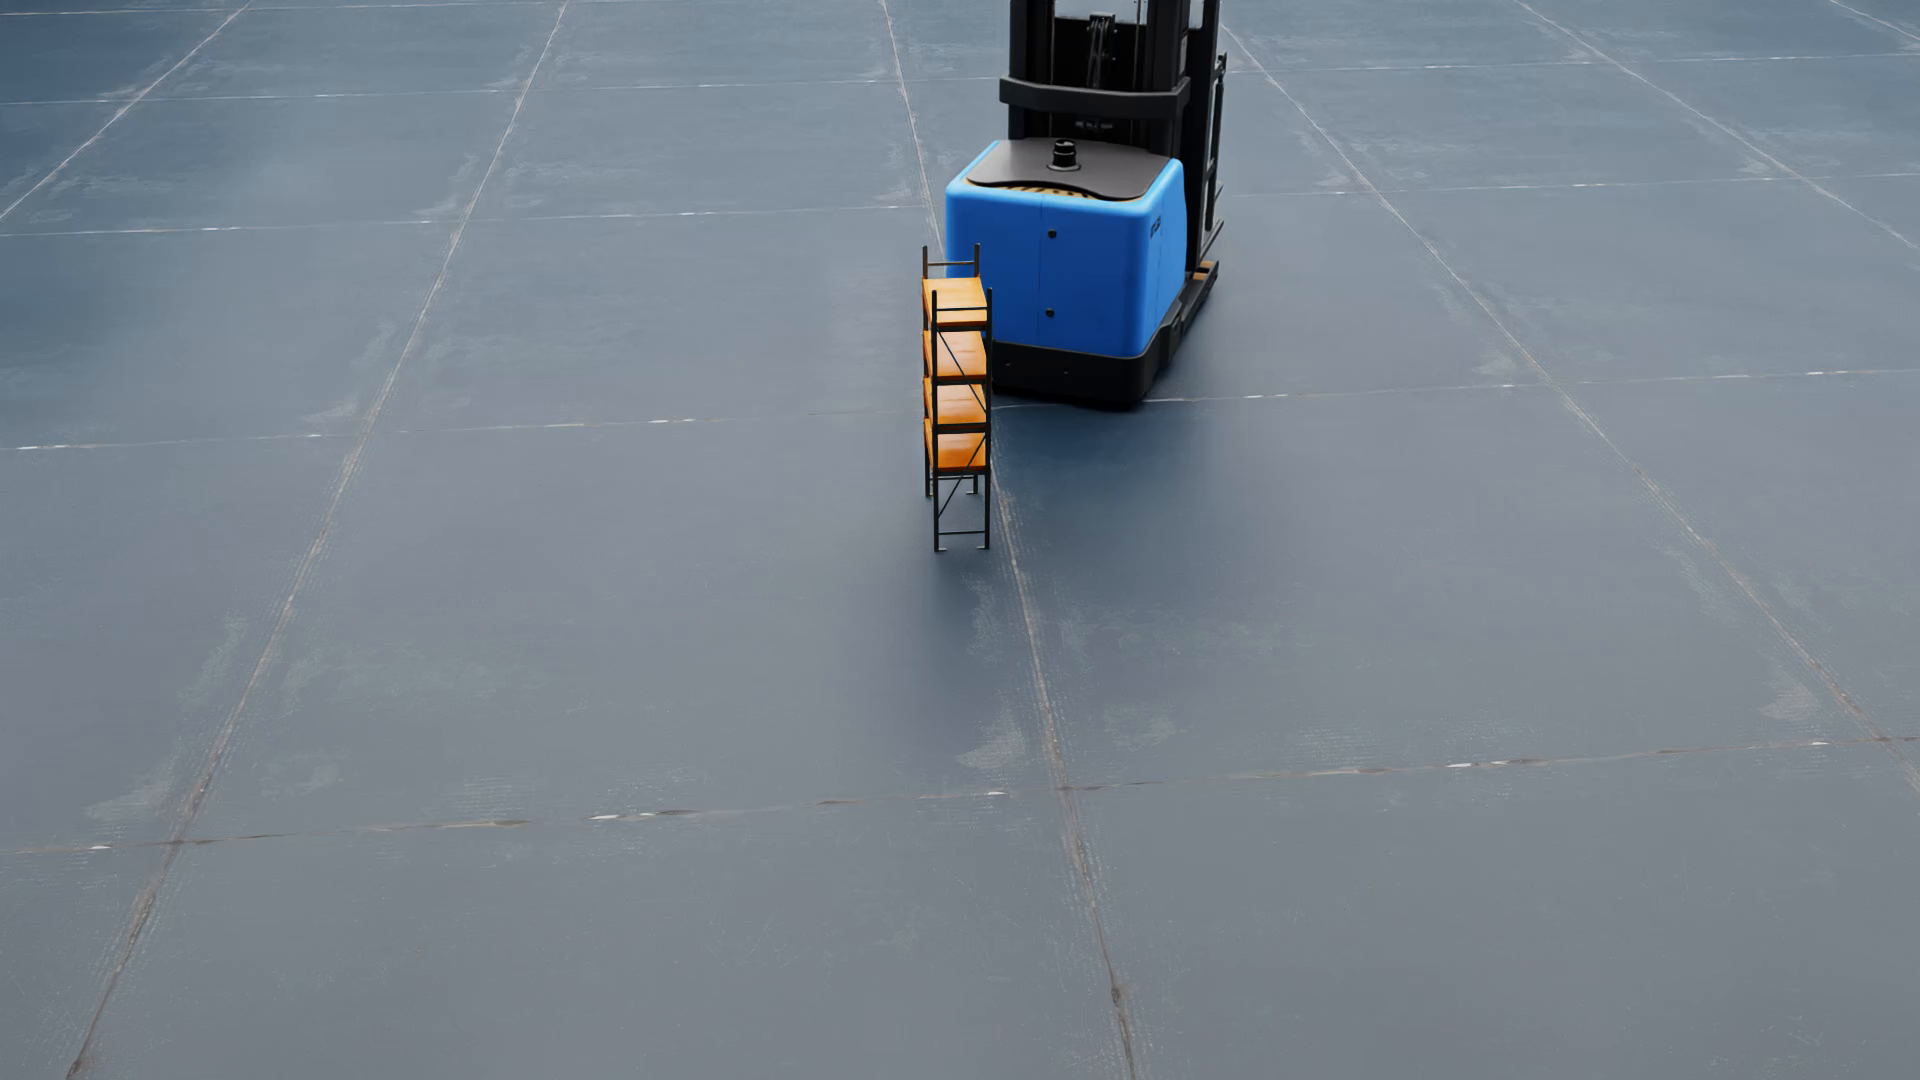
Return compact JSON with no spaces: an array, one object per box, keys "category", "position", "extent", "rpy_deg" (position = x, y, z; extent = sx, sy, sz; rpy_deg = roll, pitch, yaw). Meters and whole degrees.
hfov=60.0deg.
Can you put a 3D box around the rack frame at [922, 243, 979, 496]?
[{"category":"rack frame","position":[-0.038,-0.724,7.292],"extent":[0.240,1.200,0.015],"rpy_deg":[-3,31,-5]}]

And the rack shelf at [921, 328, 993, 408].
[{"category":"rack shelf","position":[-0.015,-0.734,7.004],"extent":[0.258,0.148,0.480],"rpy_deg":[-3,31,-5]}]

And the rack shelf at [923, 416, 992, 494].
[{"category":"rack shelf","position":[-0.015,-0.371,7.220],"extent":[0.258,0.148,0.480],"rpy_deg":[-3,31,-5]}]

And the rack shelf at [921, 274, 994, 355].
[{"category":"rack shelf","position":[-0.015,-0.937,6.882],"extent":[0.258,0.148,0.480],"rpy_deg":[-3,31,-5]}]

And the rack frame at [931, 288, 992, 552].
[{"category":"rack frame","position":[0.007,-0.475,6.875],"extent":[0.240,1.200,0.015],"rpy_deg":[-3,31,-5]}]

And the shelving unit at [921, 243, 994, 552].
[{"category":"shelving unit","position":[-0.015,-0.600,7.084],"extent":[0.258,1.200,0.503],"rpy_deg":[-3,31,-5]}]

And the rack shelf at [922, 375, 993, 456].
[{"category":"rack shelf","position":[-0.015,-0.542,7.118],"extent":[0.258,0.148,0.480],"rpy_deg":[-3,31,-5]}]

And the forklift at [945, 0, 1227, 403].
[{"category":"forklift","position":[0.872,-2.684,8.885],"extent":[1.130,2.935,3.031],"rpy_deg":[10,32,16]}]
